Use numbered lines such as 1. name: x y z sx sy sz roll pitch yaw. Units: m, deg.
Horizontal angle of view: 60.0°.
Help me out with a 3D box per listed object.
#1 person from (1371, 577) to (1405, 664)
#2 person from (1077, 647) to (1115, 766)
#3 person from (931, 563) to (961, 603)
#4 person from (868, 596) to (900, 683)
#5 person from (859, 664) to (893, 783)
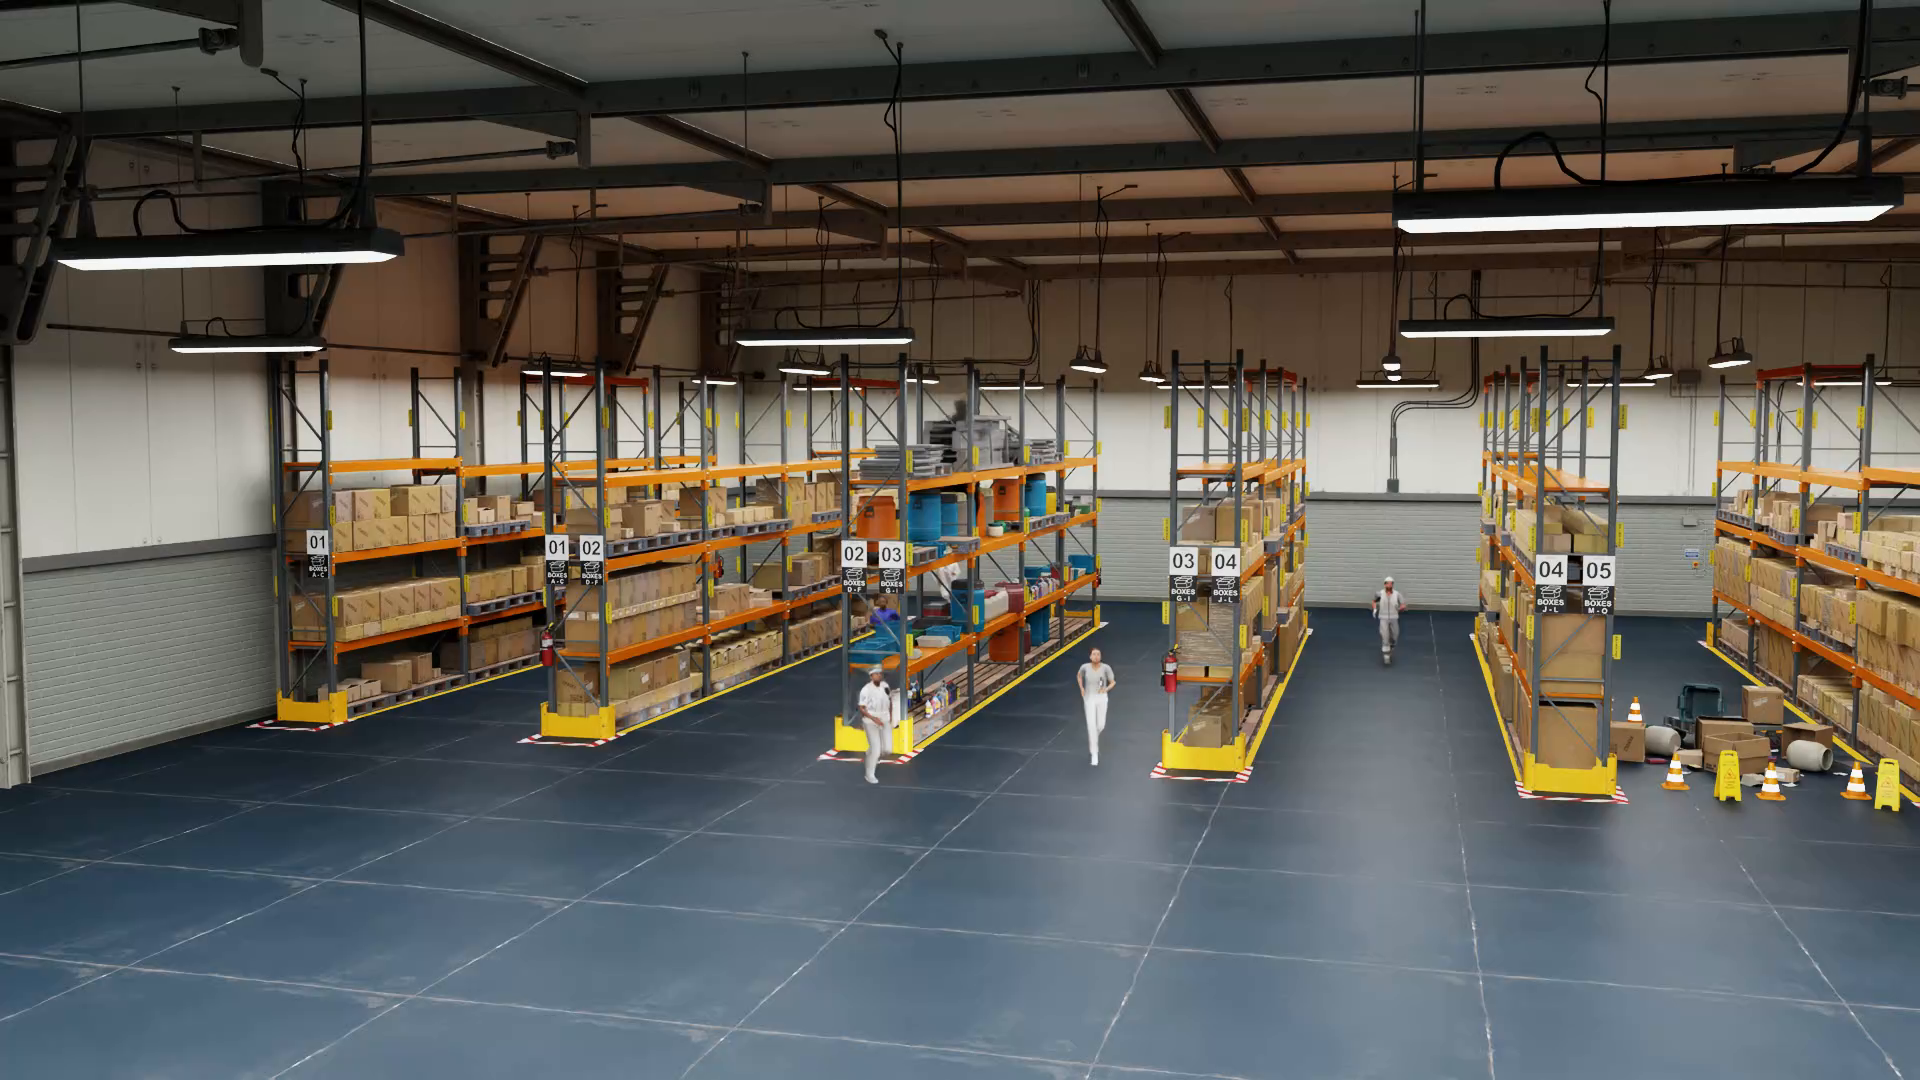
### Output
1. person: 8.829 1.643 34.258 0.667 1.768 0.963 1 4 9
2. person: 2.020 2.406 24.614 0.534 1.680 1.120 0 4 -4
3. person: -0.329 1.191 40.926 0.709 1.805 0.834 -1 4 -12
4. person: -1.446 1.910 31.461 0.560 1.713 0.742 1 4 15
5. person: -1.142 2.530 23.051 0.602 1.667 0.621 -3 5 -35
